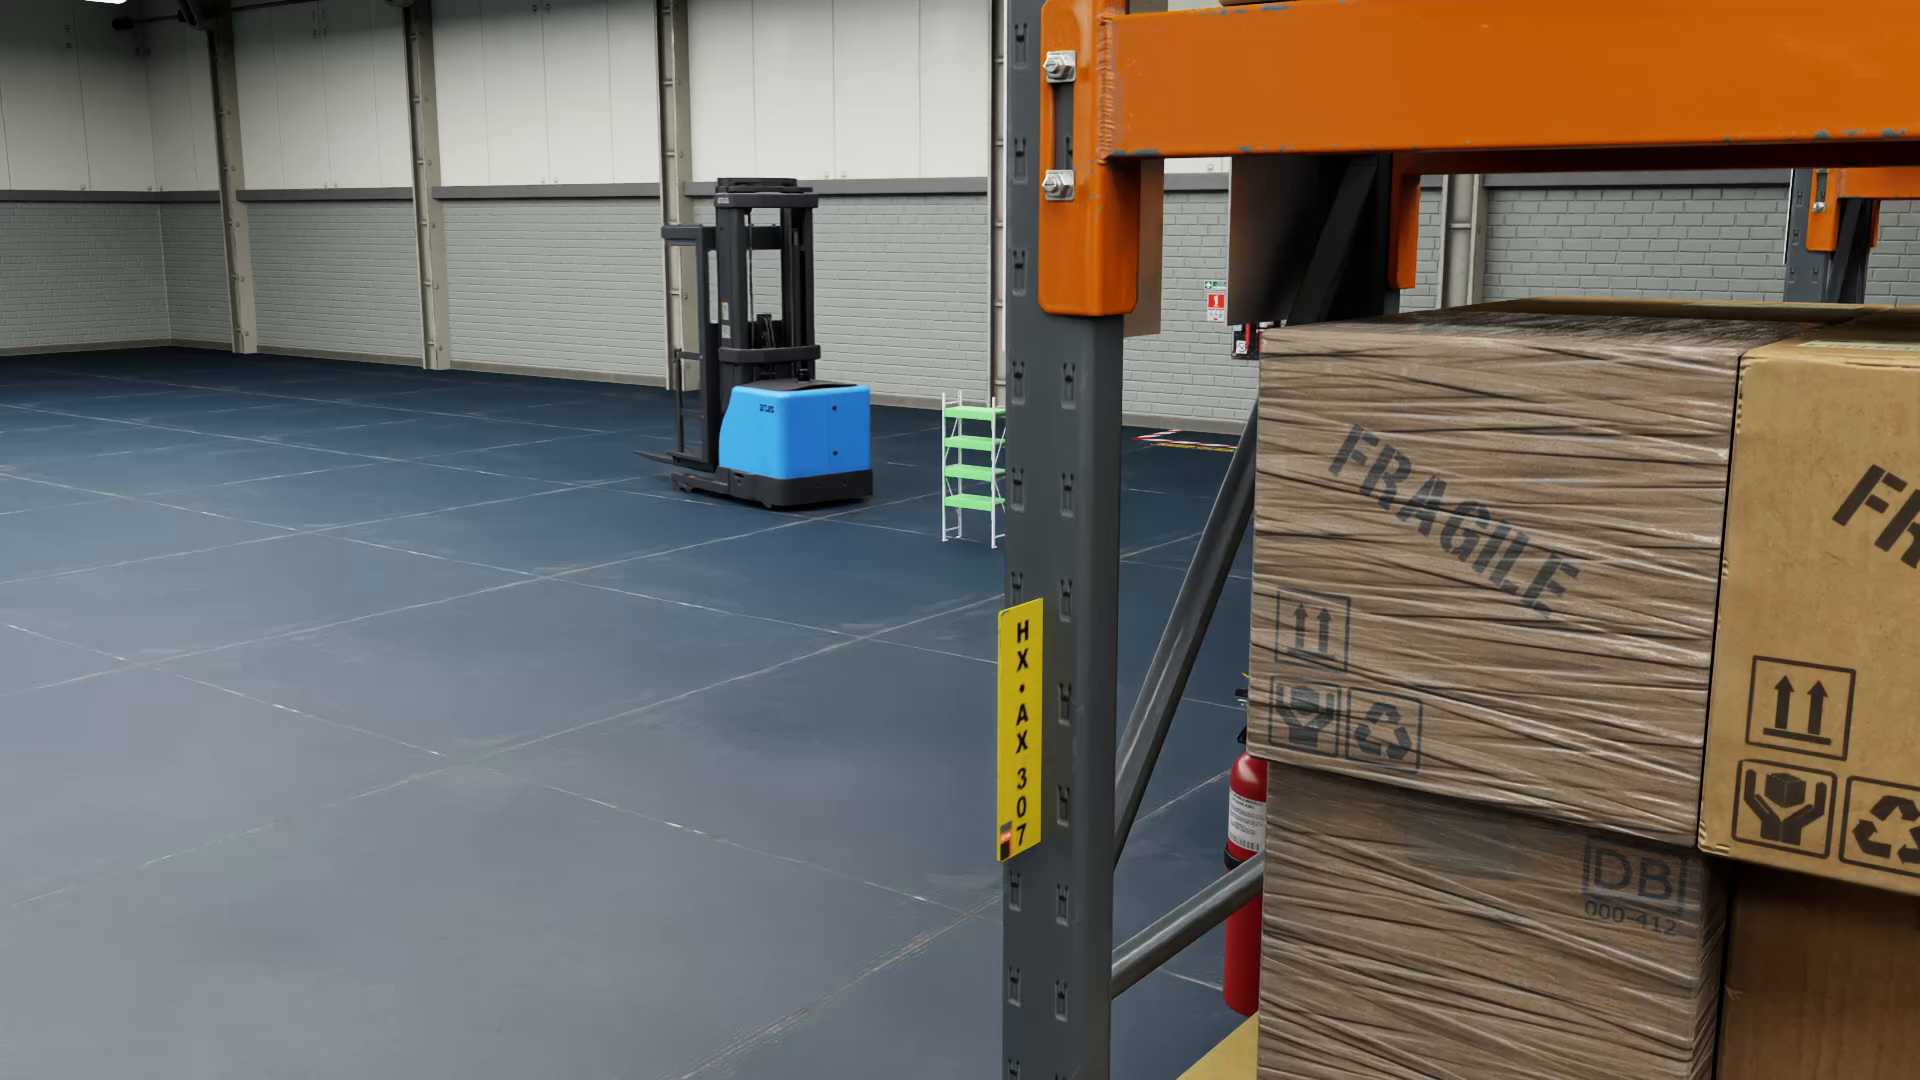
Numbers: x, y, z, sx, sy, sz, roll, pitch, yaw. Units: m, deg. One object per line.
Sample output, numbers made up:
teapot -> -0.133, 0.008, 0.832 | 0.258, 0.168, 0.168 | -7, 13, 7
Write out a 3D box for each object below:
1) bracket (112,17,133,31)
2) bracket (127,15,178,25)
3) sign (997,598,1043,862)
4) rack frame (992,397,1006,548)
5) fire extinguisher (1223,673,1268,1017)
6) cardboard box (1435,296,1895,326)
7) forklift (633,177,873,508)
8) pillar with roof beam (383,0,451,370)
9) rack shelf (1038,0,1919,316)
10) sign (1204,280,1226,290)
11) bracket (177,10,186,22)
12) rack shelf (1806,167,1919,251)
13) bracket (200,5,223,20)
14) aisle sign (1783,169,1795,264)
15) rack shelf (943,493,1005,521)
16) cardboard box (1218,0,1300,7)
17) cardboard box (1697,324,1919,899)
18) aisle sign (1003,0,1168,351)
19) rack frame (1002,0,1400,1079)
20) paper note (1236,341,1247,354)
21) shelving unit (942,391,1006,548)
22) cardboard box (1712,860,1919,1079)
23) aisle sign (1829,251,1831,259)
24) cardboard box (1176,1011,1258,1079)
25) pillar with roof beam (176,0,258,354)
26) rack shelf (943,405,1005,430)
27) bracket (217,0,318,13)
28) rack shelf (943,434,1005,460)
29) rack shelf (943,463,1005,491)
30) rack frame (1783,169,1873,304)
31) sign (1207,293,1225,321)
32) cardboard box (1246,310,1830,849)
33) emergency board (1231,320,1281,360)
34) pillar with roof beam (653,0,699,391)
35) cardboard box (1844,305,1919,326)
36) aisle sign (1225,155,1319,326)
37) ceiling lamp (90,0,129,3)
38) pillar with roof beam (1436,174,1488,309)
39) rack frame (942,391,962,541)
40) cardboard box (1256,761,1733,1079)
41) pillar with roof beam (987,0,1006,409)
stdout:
bracket -> -16.364, -10.090, 32.518 | 0.430, 0.232, 0.235 | 8, 13, 36
bracket -> -15.888, -10.024, 32.175 | 3.189, 0.066, 0.076 | 8, 13, 36
sign -> 0.078, 0.241, 2.110 | 0.005, 0.325, 0.100 | 8, 13, 36
rack frame -> 0.330, -0.543, 13.178 | 0.015, 1.200, 0.240 | 8, 13, 36
fire extinguisher -> 0.580, 0.537, 3.060 | 0.183, 0.674, 0.296 | 8, 13, 36
cardboard box -> 0.989, -0.080, 2.365 | 0.500, 0.500, 0.500 | 8, 13, 36
forklift -> -2.129, -1.946, 15.871 | 1.130, 2.935, 3.031 | -9, 14, -39
pillar with roof beam -> -11.621, -6.731, 24.629 | 0.548, 9.000, 9.100 | 8, 13, 36
rack shelf -> 2.011, -0.312, 1.243 | 4.000, 0.370, 1.077 | 8, 13, 36
sign -> 3.080, -3.058, 19.951 | 0.331, 0.109, 0.001 | 8, 13, 36
bracket -> -14.454, -9.824, 31.141 | 0.430, 0.232, 0.235 | 8, 13, 36
rack shelf -> 4.943, -1.070, 5.162 | 4.000, 0.370, 1.077 | 8, 13, 36
bracket -> -13.785, -9.731, 30.659 | 0.430, 0.232, 0.235 | 8, 13, 36
aisle sign -> 3.099, -1.415, 6.104 | 0.004, 0.787, 0.394 | 8, 13, 36
rack shelf -> 0.133, -0.272, 13.377 | 0.480, 0.148, 0.258 | 8, 13, 36
cardboard box -> 0.634, -0.723, 1.867 | 0.500, 0.250, 0.500 | 8, 14, 37
cardboard box -> 1.080, 0.057, 1.658 | 0.500, 0.500, 0.500 | 8, 13, 36
aisle sign -> 0.172, -0.655, 2.173 | 0.004, 0.787, 0.394 | 8, 13, 36
rack frame -> 0.397, 0.583, 2.619 | 0.053, 2.616, 0.949 | 8, 13, 36
paper note -> 3.364, -2.302, 19.853 | 0.142, 0.148, 0.016 | 8, 13, 36
shelving unit -> 0.133, -0.570, 13.320 | 0.503, 1.200, 0.258 | 8, 13, 36
cardboard box -> 1.300, 0.491, 2.047 | 0.500, 0.500, 0.875 | 8, 13, 36
aisle sign -> 3.449, -1.506, 6.571 | 0.004, 0.787, 0.394 | 8, 13, 36
cardboard box -> 0.488, 0.774, 2.291 | 0.250, 0.149, 0.380 | 8, 13, 36
pillar with roof beam -> -16.457, -7.405, 28.116 | 0.548, 9.000, 9.100 | 8, 13, 36
rack shelf -> 0.133, -0.979, 13.240 | 0.480, 0.148, 0.258 | 8, 13, 36
bracket -> -11.708, -9.441, 29.162 | 4.783, 0.066, 0.076 | 8, 13, 36
rack shelf -> 0.133, -0.743, 13.286 | 0.480, 0.148, 0.258 | 8, 13, 36
rack shelf -> 0.133, -0.508, 13.332 | 0.480, 0.148, 0.258 | 8, 13, 36
rack frame -> 3.331, -0.176, 6.541 | 0.127, 3.000, 1.000 | 8, 13, 36
sign -> 3.081, -2.800, 20.011 | 0.234, 0.329, 0.001 | 8, 13, 36
cardboard box -> 0.681, 0.000, 1.954 | 0.500, 0.500, 0.500 | 8, 13, 36
emergency board -> 3.466, -2.704, 19.612 | 0.643, 1.169, 0.194 | 8, 13, 36
pillar with roof beam -> -6.785, -6.056, 21.142 | 0.400, 9.000, 9.100 | 8, 13, 36
cardboard box -> 1.395, -0.024, 2.079 | 0.500, 0.500, 0.500 | 8, 13, 36
aisle sign -> 0.527, -0.747, 2.648 | 0.004, 0.787, 0.394 | 8, 13, 36
ceiling lamp -> -13.731, -9.736, 24.797 | 0.800, 3.185, 2.000 | 8, 13, 36
pillar with roof beam -> 2.887, -4.707, 14.169 | 0.400, 9.000, 9.100 | 8, 13, 36
rack frame -> -0.063, -0.598, 13.461 | 0.015, 1.200, 0.240 | 8, 13, 36
cardboard box -> 0.826, 0.453, 2.243 | 0.500, 0.500, 0.875 | 8, 13, 36
pillar with roof beam -> -1.949, -5.382, 17.656 | 0.400, 9.000, 9.100 | 8, 13, 36
